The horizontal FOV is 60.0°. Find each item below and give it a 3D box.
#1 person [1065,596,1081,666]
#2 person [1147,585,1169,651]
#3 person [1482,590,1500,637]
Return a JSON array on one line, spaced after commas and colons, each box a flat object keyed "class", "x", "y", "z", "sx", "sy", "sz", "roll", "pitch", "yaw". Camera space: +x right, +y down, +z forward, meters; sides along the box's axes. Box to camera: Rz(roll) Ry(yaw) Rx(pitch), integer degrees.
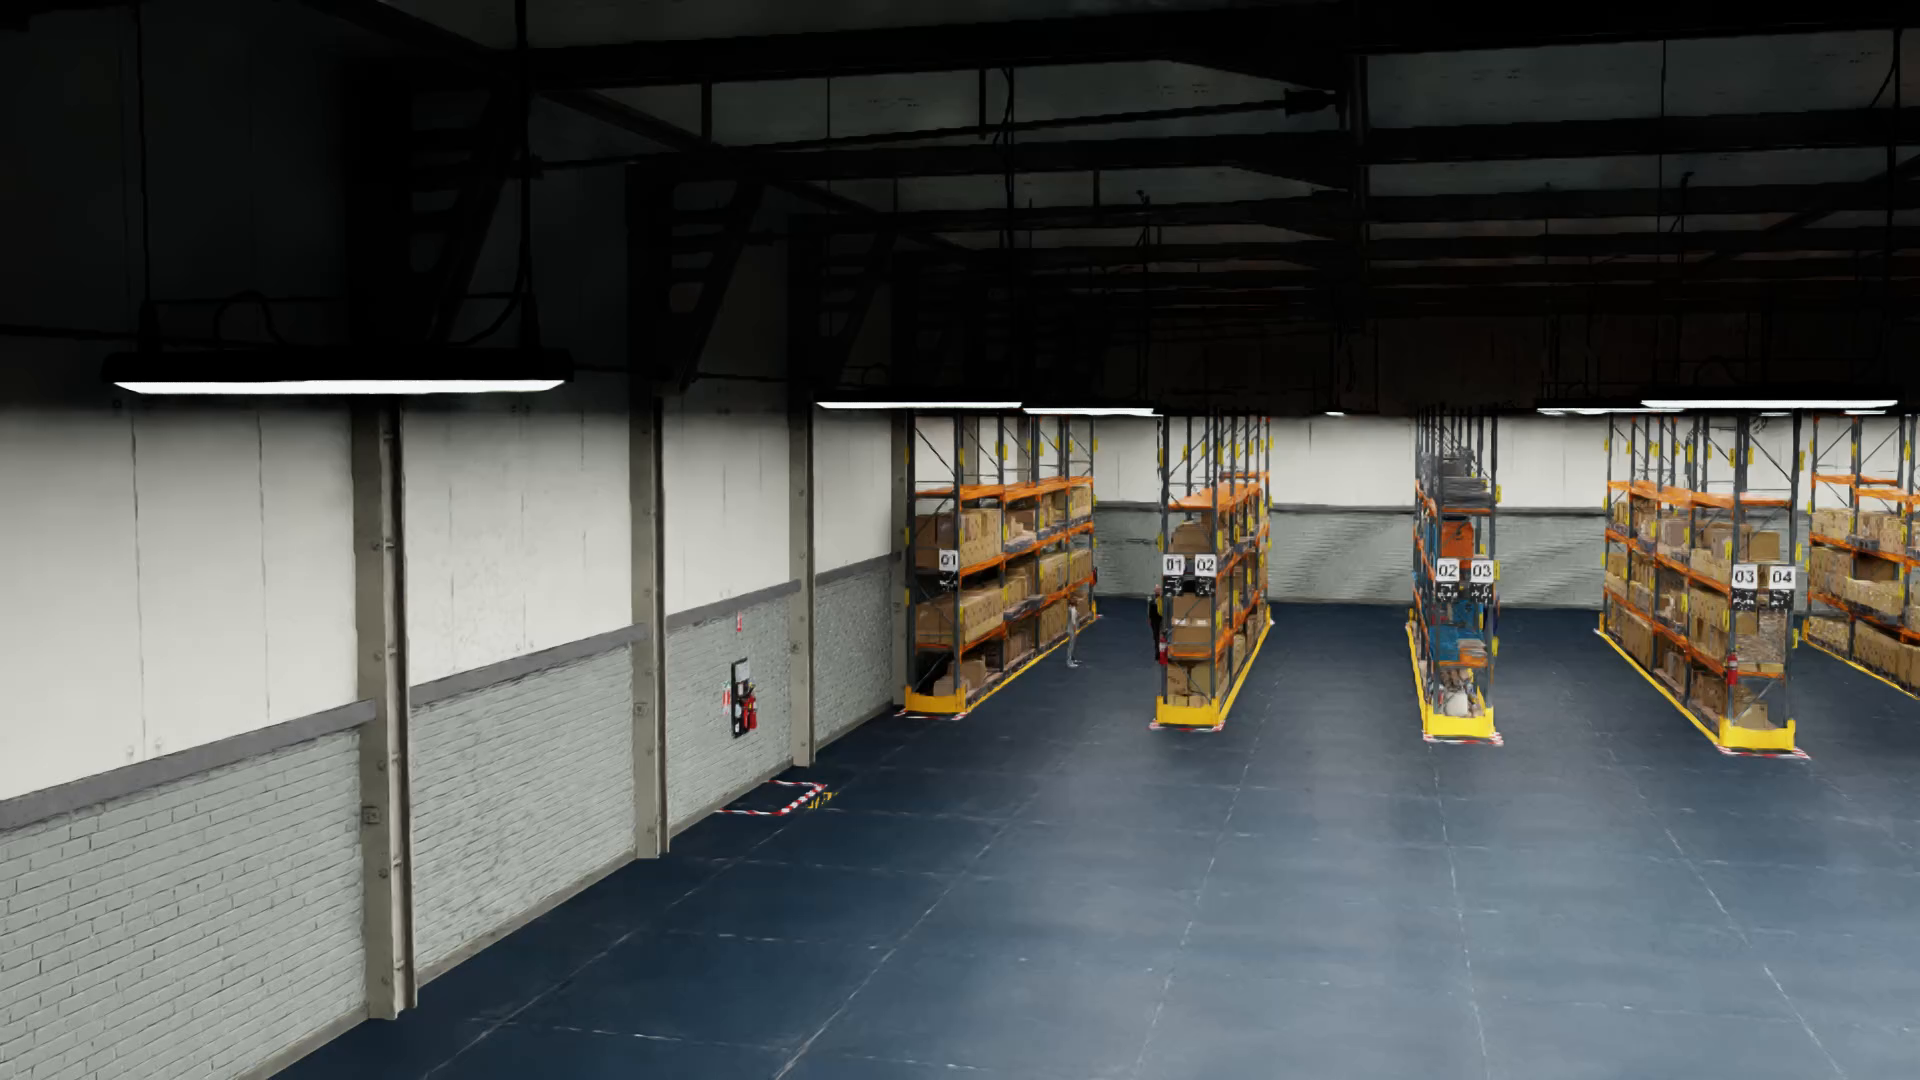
[{"class": "person", "x": 2.638, "y": 2.104, "z": 38.534, "sx": 0.420, "sy": 1.602, "sz": 0.506, "roll": -1, "pitch": 4, "yaw": -11}, {"class": "person", "x": 4.844, "y": 1.918, "z": 40.818, "sx": 0.543, "sy": 1.648, "sz": 1.115, "roll": 1, "pitch": 4, "yaw": 16}, {"class": "person", "x": 13.483, "y": 1.828, "z": 42.504, "sx": 0.607, "sy": 1.613, "sz": 0.664, "roll": 0, "pitch": 4, "yaw": 5}]
